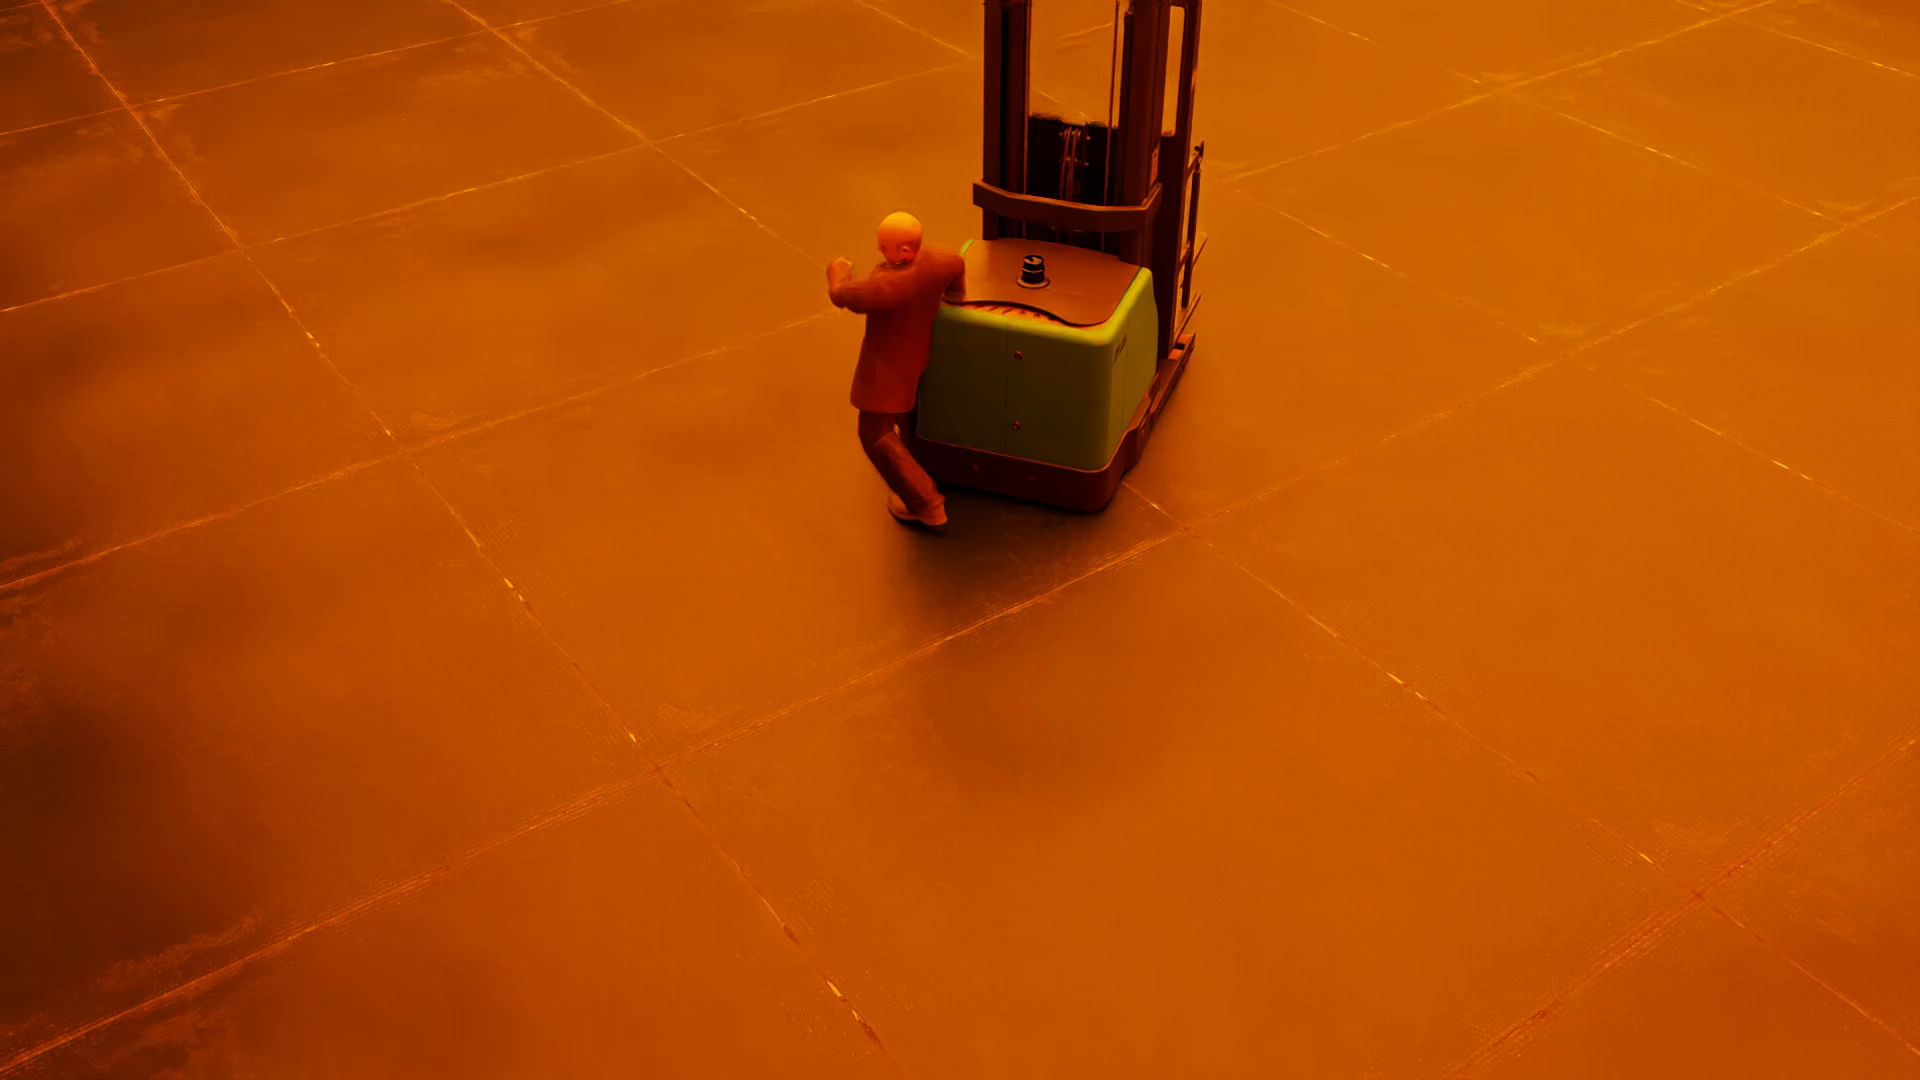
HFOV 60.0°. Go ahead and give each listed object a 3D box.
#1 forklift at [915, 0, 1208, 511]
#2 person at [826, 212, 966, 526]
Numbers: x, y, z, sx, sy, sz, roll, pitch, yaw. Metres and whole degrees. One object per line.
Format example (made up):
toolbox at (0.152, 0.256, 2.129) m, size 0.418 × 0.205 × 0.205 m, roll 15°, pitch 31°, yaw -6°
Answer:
forklift at (0.750, -2.202, 8.923) m, size 1.130 × 2.935 × 3.031 m, roll 12°, pitch 38°, yaw 16°
person at (-0.266, -0.985, 8.369) m, size 0.936 × 1.658 × 0.814 m, roll 24°, pitch 43°, yaw 29°
